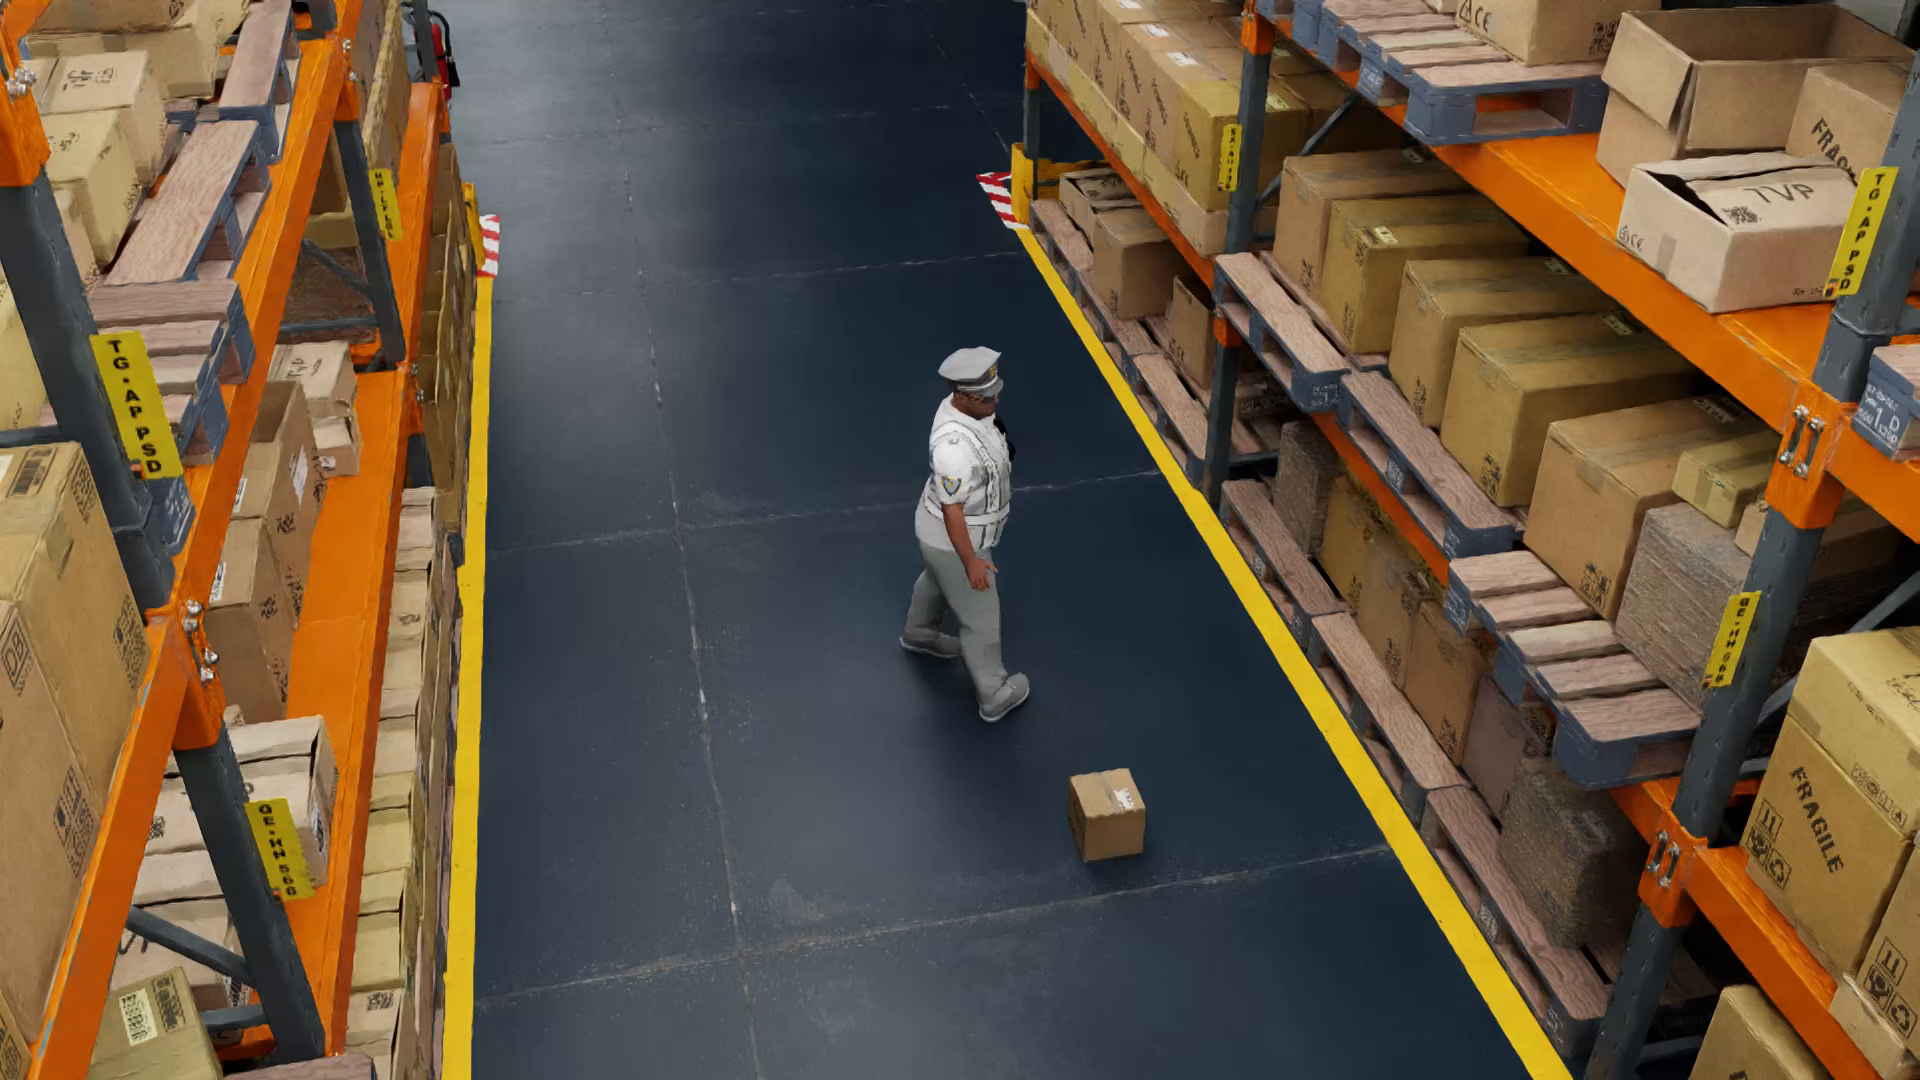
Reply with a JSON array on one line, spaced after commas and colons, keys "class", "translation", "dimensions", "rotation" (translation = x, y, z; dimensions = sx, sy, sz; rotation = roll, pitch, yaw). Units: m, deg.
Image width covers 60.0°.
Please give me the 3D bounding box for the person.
[{"class": "person", "translation": [0.014, -0.054, 7.233], "dimensions": [0.623, 1.751, 0.618], "rotation": [2, 34, 2]}]
